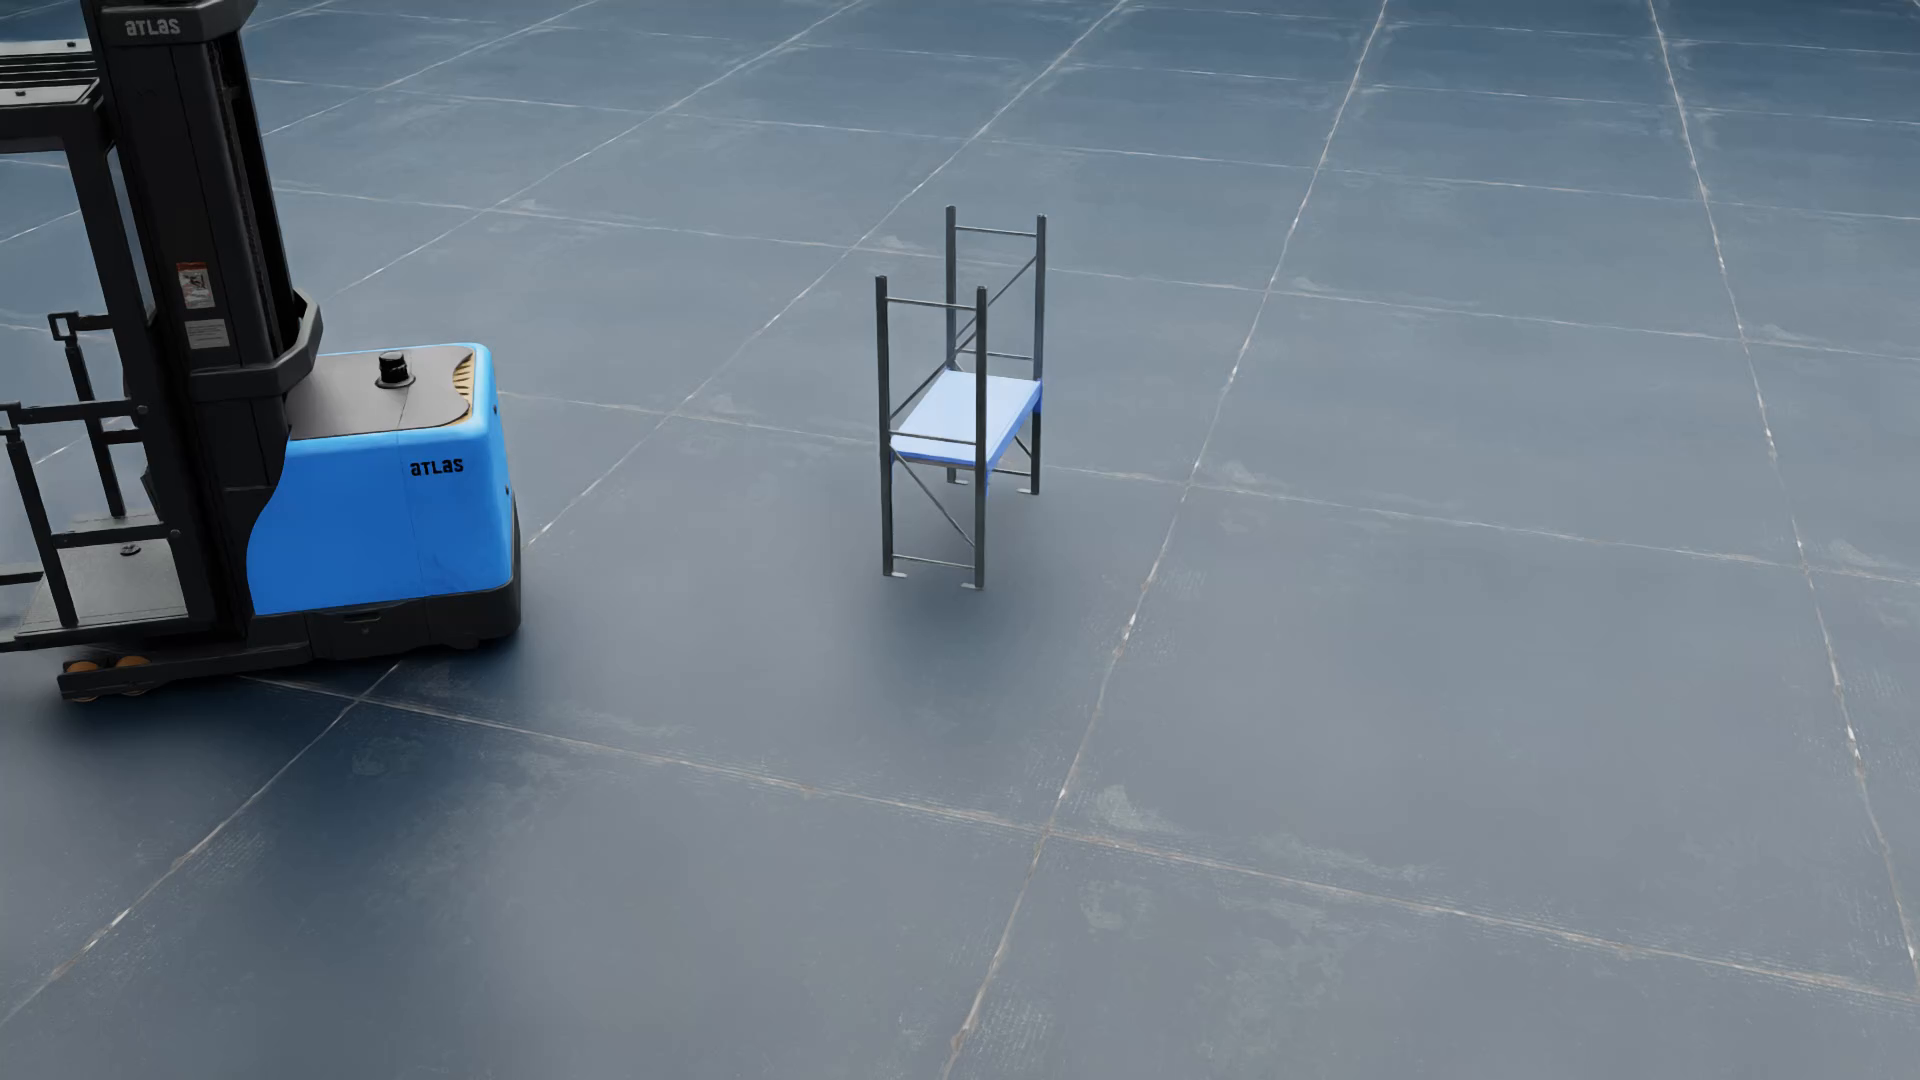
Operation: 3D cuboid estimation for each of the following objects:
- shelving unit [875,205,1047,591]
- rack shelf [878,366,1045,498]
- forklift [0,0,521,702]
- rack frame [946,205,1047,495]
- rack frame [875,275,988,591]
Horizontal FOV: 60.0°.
[{"bbox_3d":[0.025,-0.695,7.957,0.538,1.500,1.048,8,30,15],"label":"shelving unit"},{"bbox_3d":[0.025,-0.538,8.044,0.538,0.185,1.000,8,30,15],"label":"rack shelf"},{"bbox_3d":[-3.536,-0.880,6.818,3.031,2.935,1.130,-6,30,-11],"label":"forklift"},{"bbox_3d":[0.174,-0.931,8.381,0.500,1.500,0.032,8,30,15],"label":"rack frame"},{"bbox_3d":[-0.124,-0.459,7.532,0.500,1.500,0.032,8,30,15],"label":"rack frame"}]
